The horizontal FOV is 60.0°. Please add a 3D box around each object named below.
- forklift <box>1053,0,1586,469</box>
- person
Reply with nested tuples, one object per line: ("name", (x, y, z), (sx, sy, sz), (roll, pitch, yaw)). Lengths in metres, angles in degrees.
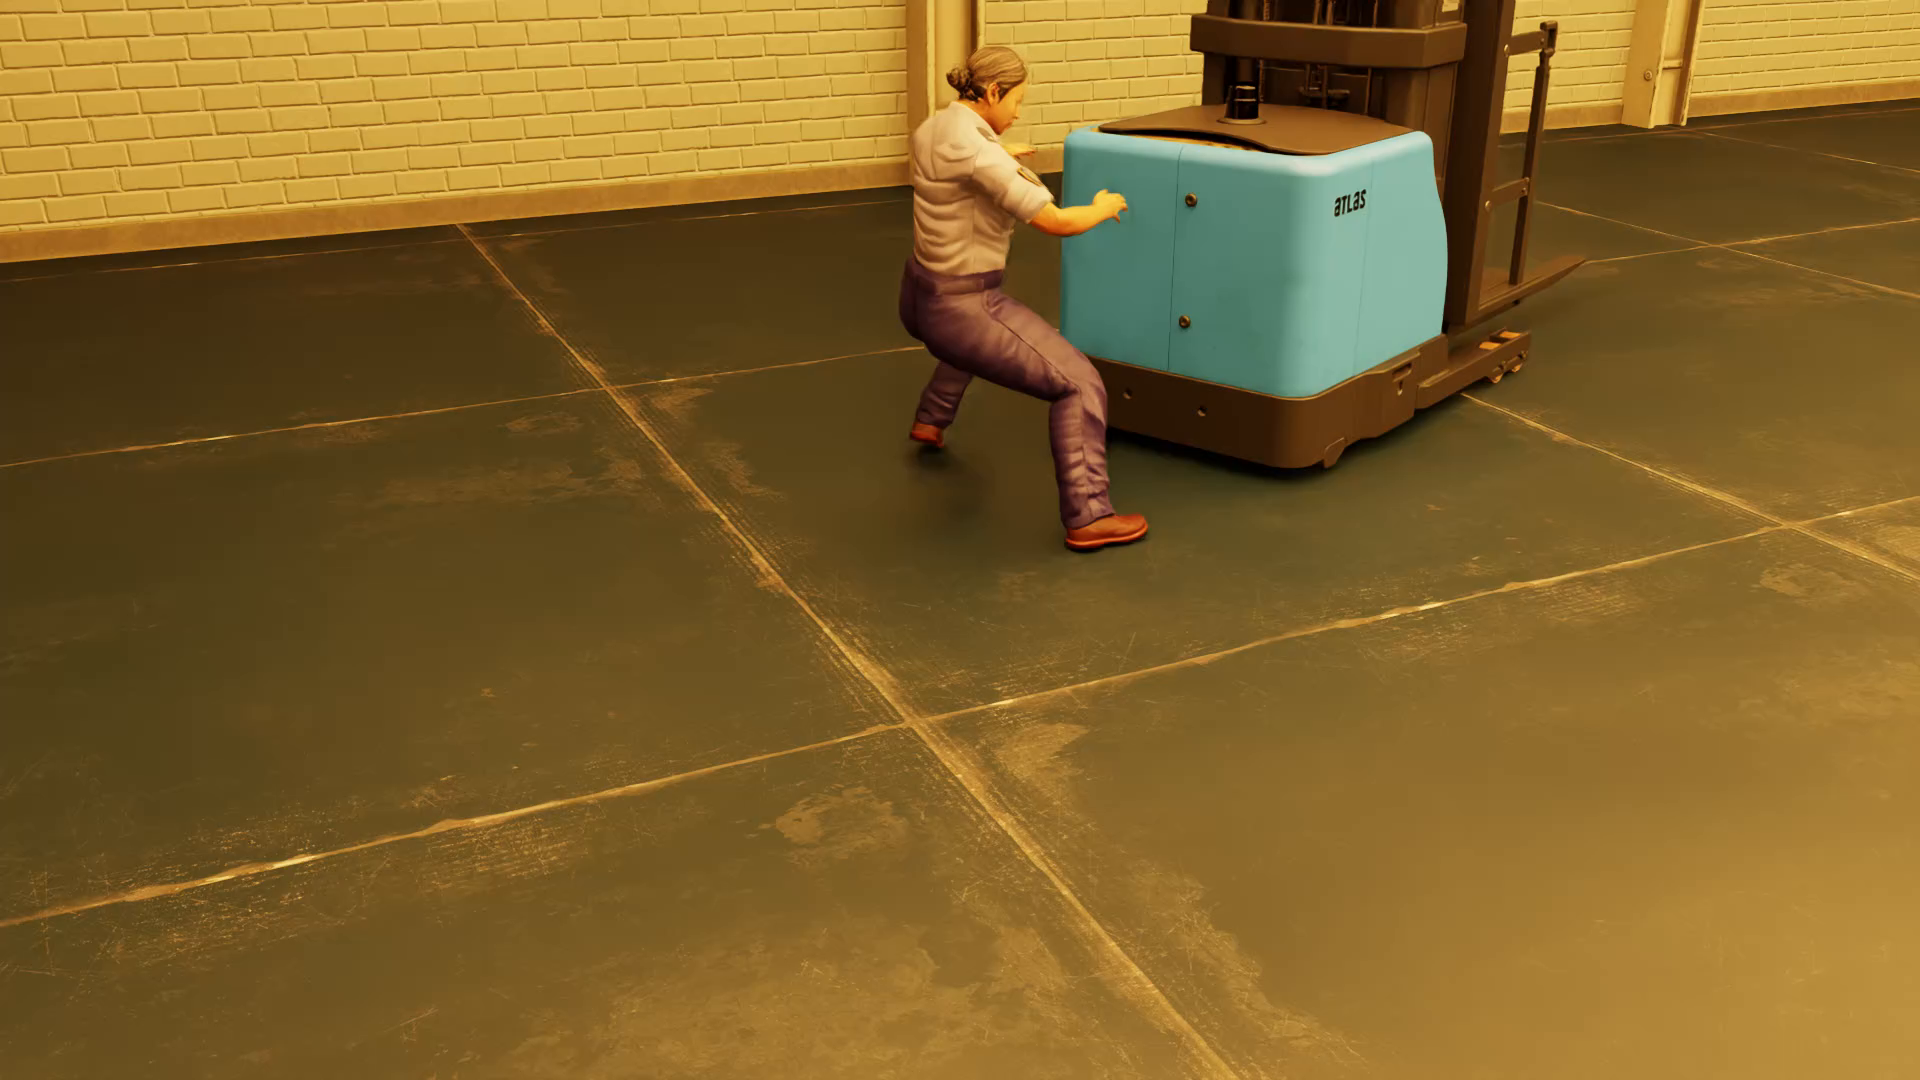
("forklift", (1.663, -2.082, 6.298), (1.130, 2.935, 3.031), (17, 28, 36))
("person", (0.150, -0.811, 5.202), (0.661, 1.426, 1.113), (-9, 24, -20))
